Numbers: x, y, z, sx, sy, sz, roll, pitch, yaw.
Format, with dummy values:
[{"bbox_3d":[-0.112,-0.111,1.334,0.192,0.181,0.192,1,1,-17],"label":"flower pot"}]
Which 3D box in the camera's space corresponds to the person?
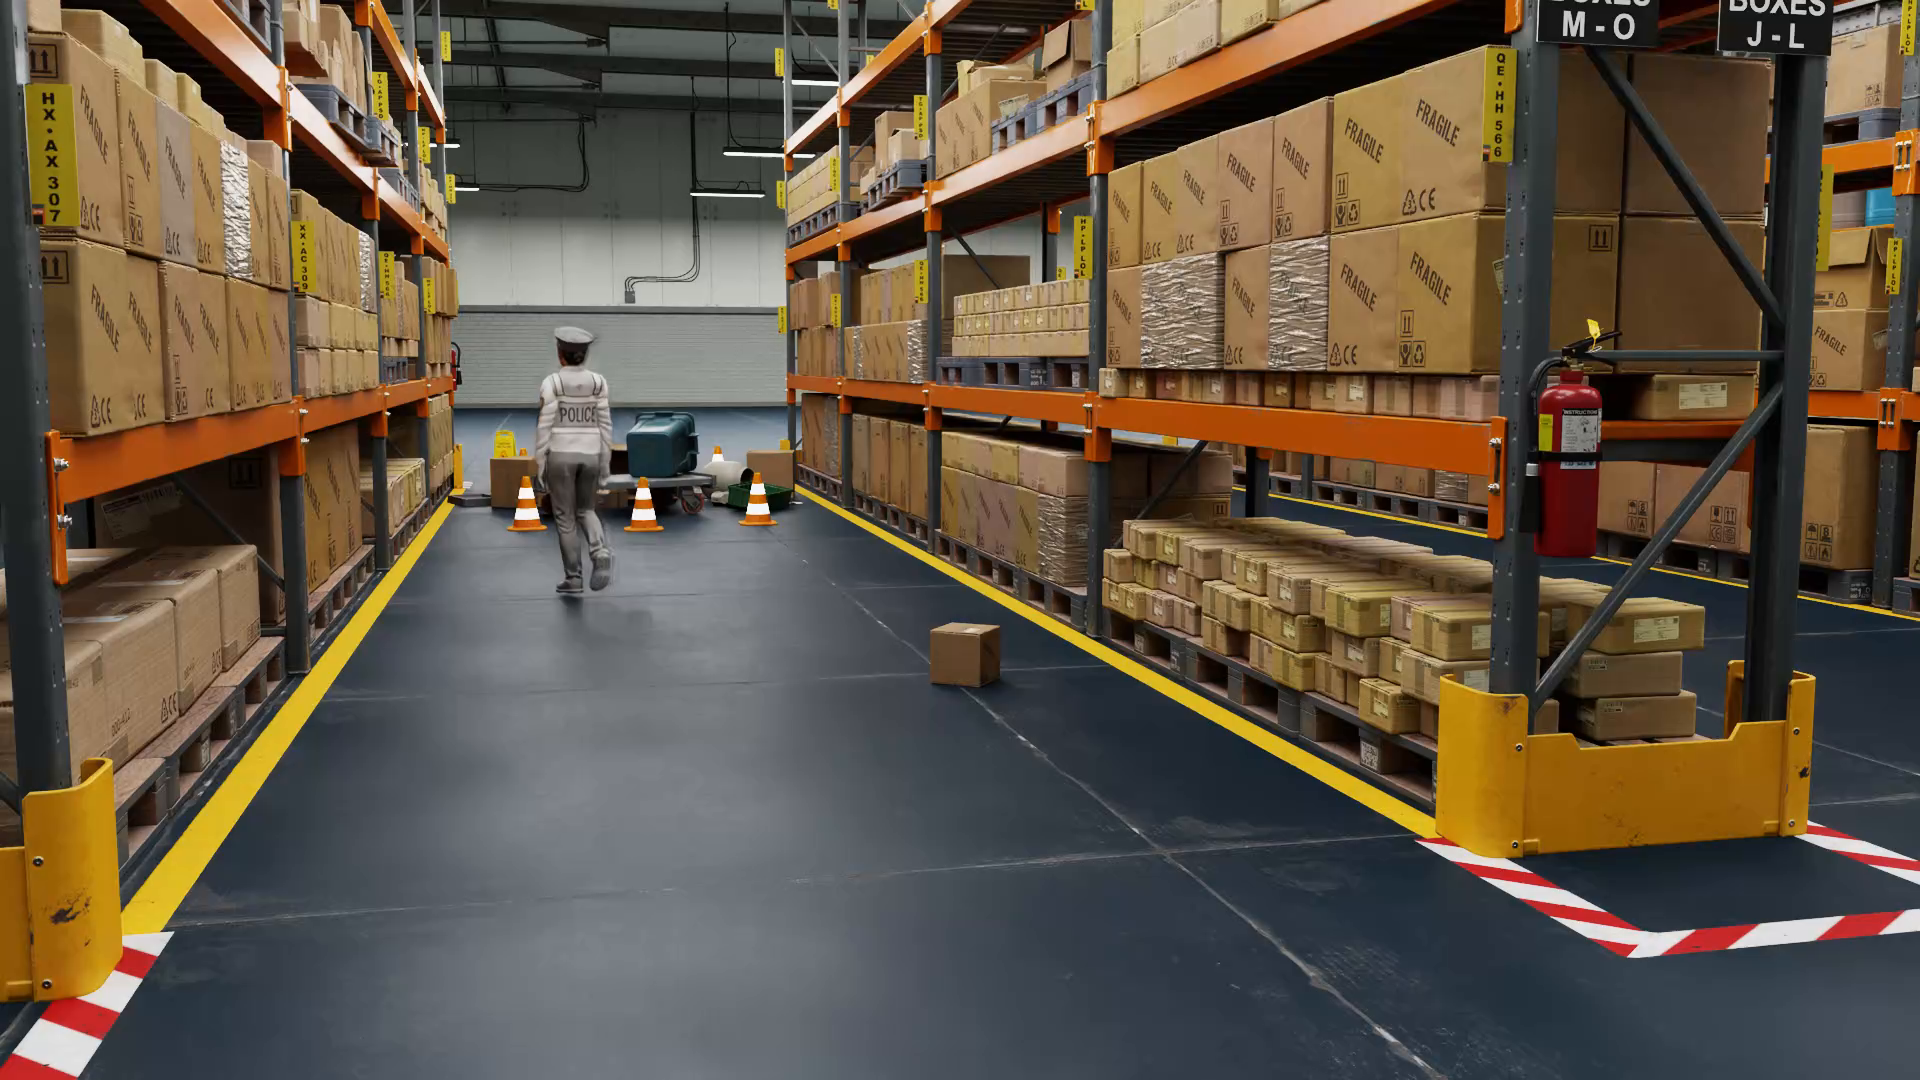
[{"bbox_3d":[-2.428,-0.500,10.447,0.492,1.681,0.454,-5,8,-37],"label":"person"}]
